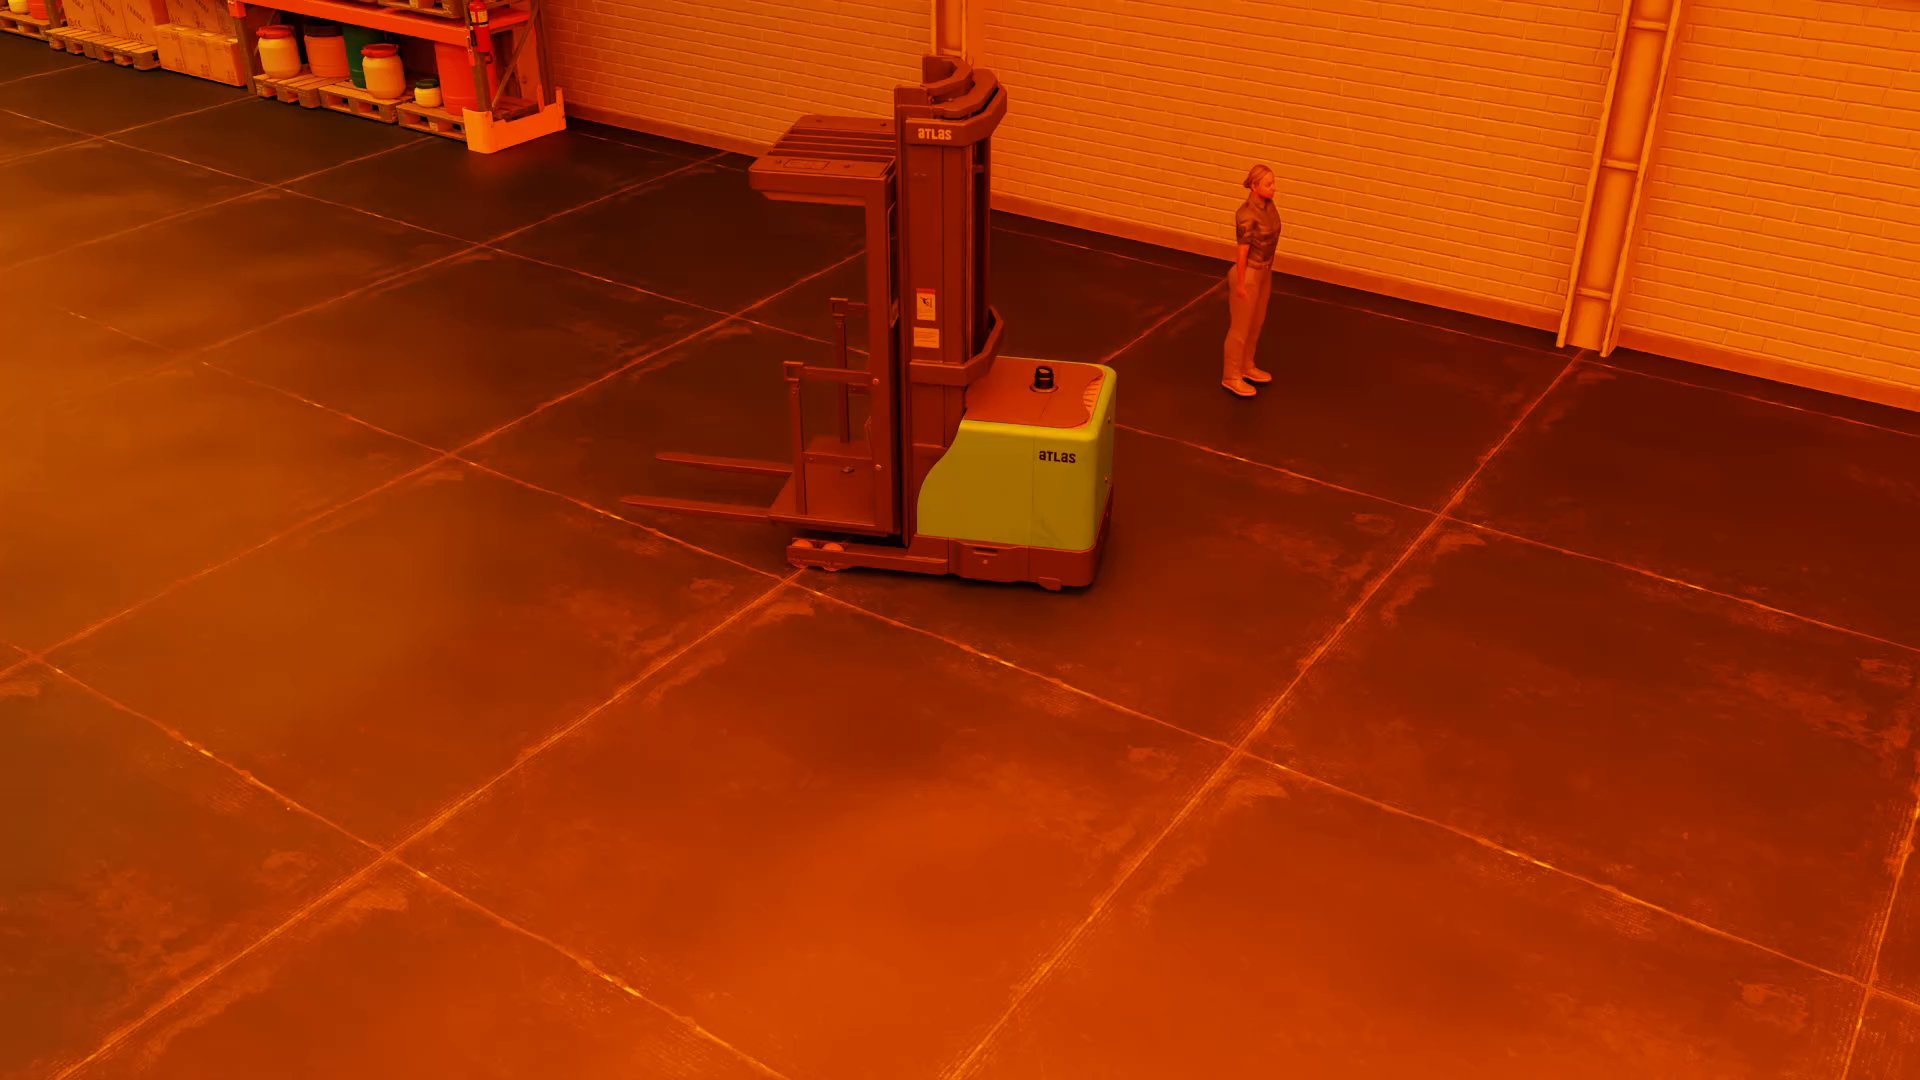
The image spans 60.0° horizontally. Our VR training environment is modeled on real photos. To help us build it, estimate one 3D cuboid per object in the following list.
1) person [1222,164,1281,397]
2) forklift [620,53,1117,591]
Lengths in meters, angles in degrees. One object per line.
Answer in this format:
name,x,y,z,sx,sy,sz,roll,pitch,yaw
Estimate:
person,2.130,-1.894,12.036,0.335,1.660,0.452,18,35,28
forklift,-0.596,-1.330,9.871,3.031,2.935,1.130,6,31,10
